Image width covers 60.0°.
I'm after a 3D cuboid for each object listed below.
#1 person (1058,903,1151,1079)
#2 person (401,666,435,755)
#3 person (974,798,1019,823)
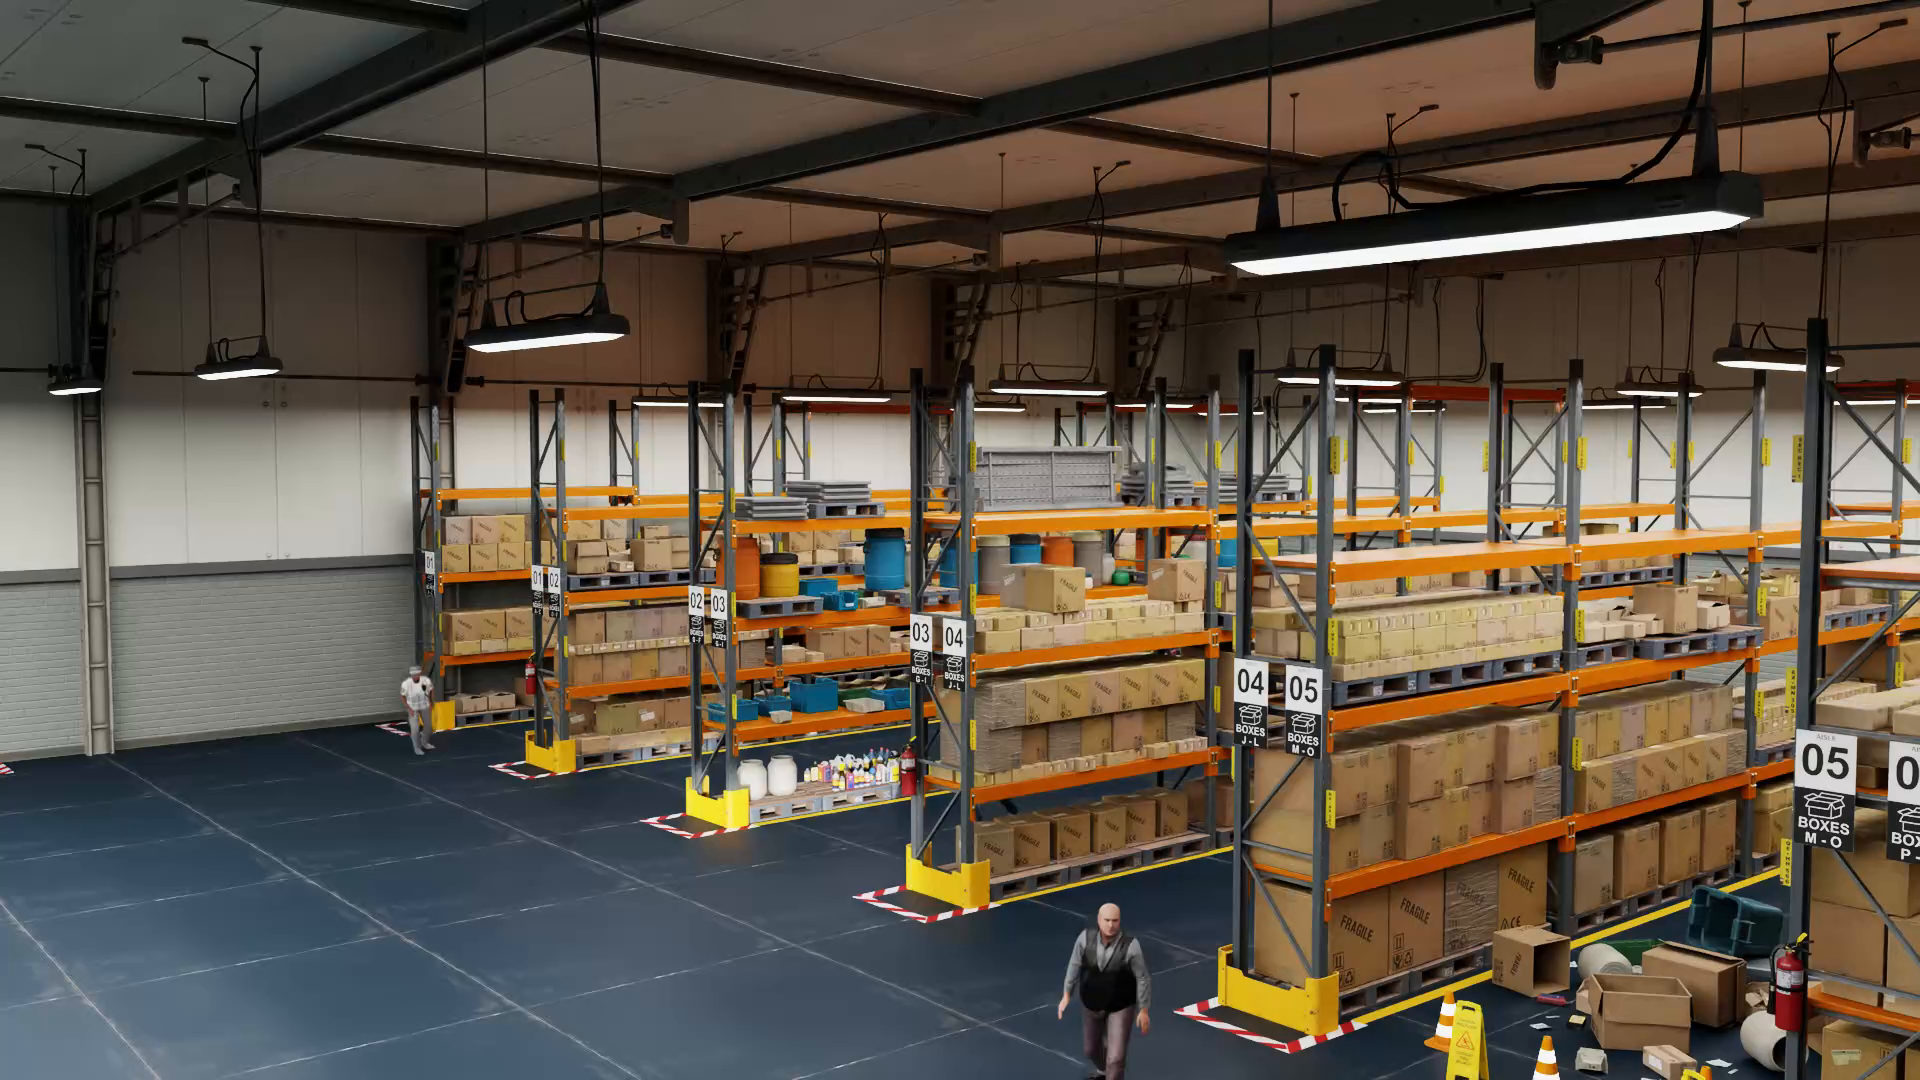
[{"bbox_3d":[1.162,3.584,12.886,0.716,1.667,0.856,1,4,20],"label":"person"},{"bbox_3d":[-8.939,2.791,27.474,0.597,1.517,0.846,-2,4,-30],"label":"person"},{"bbox_3d":[0.397,3.130,22.088,1.021,1.392,0.524,-2,4,-30],"label":"person"}]
